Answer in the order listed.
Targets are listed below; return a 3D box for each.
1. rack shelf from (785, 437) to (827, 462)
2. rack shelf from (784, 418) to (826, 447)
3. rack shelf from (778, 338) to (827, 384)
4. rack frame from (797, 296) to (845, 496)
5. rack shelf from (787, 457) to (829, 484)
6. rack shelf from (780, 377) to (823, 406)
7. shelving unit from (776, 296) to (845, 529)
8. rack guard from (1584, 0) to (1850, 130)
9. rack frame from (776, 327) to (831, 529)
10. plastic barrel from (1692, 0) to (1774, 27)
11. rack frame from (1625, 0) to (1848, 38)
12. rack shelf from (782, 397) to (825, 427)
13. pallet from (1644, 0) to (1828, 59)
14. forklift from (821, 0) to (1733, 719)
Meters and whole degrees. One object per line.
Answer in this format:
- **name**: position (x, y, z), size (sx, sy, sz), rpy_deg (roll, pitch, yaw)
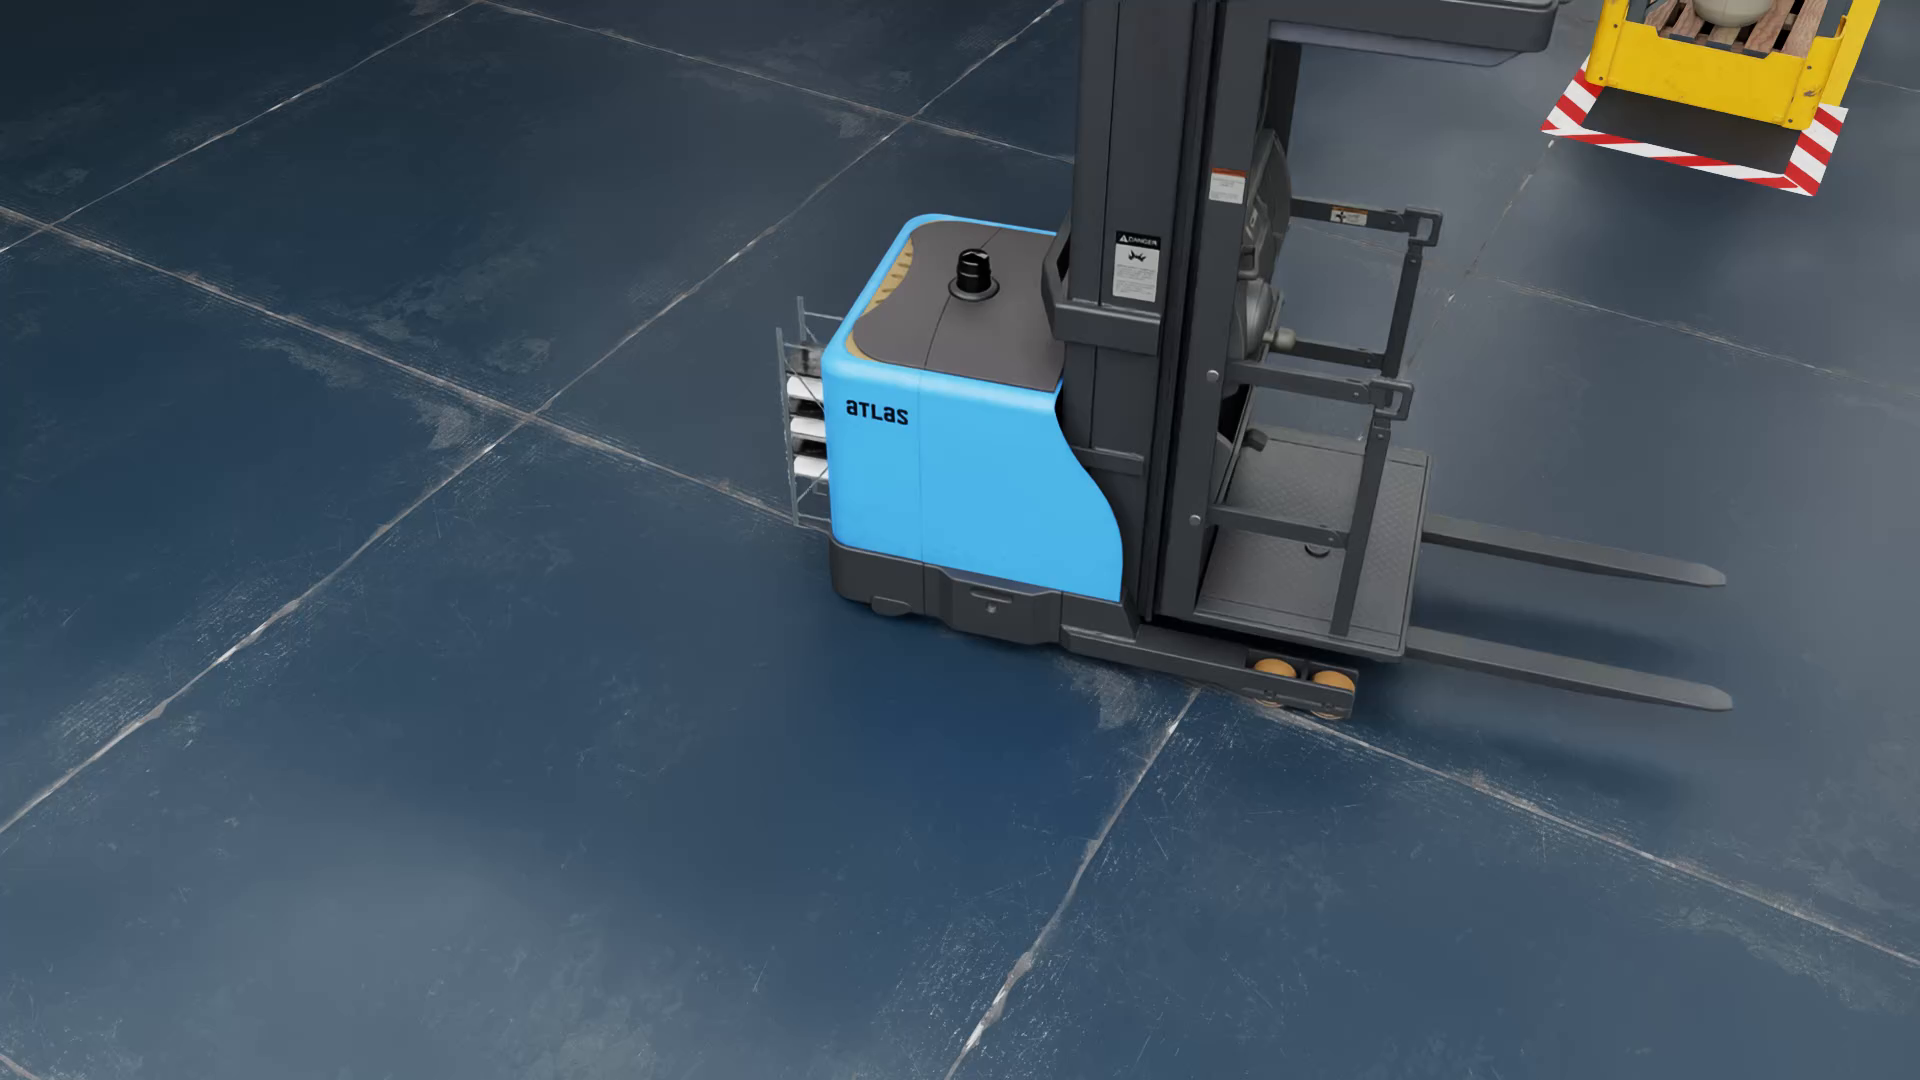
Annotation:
- **rack shelf**: position (-0.487, -0.341, 6.142), size (0.258, 0.077, 0.200), rpy_deg (11, 43, 13)
- **rack shelf**: position (-0.487, -0.408, 6.083), size (0.258, 0.077, 0.200), rpy_deg (11, 43, 13)
- **rack shelf**: position (-0.488, -0.611, 5.904), size (0.258, 0.077, 0.200), rpy_deg (11, 43, 13)
- **rack frame**: position (-0.457, -0.498, 6.134), size (0.240, 0.900, 0.006), rpy_deg (11, 43, 13)
- **rack shelf**: position (-0.487, -0.273, 6.202), size (0.258, 0.077, 0.200), rpy_deg (11, 43, 13)
- **rack shelf**: position (-0.487, -0.544, 5.964), size (0.258, 0.077, 0.200), rpy_deg (11, 43, 13)
- **shelving unit**: position (-0.487, -0.433, 6.061), size (0.258, 0.900, 0.210), rpy_deg (11, 43, 13)
- **rack guard**: position (3.993, -2.603, 8.827), size (1.175, 0.500, 0.348), rpy_deg (21, 45, 22)
- **rack frame**: position (-0.517, -0.369, 5.988), size (0.240, 0.900, 0.006), rpy_deg (11, 43, 13)
- **plastic barrel**: position (4.259, -3.108, 9.074), size (0.421, 0.512, 0.421), rpy_deg (0, 41, 0)
- **rack frame**: position (3.996, -3.482, 7.934), size (1.000, 3.000, 0.127), rpy_deg (21, 45, 22)
- **rack shelf**: position (-0.487, -0.476, 6.023), size (0.258, 0.077, 0.200), rpy_deg (11, 43, 13)
- **pallet**: position (4.404, -2.958, 9.449), size (1.003, 0.211, 1.213), rpy_deg (21, 45, 22)
- **forklift**: position (1.113, -0.894, 5.048), size (3.031, 2.935, 1.130), rpy_deg (11, 43, 13)
